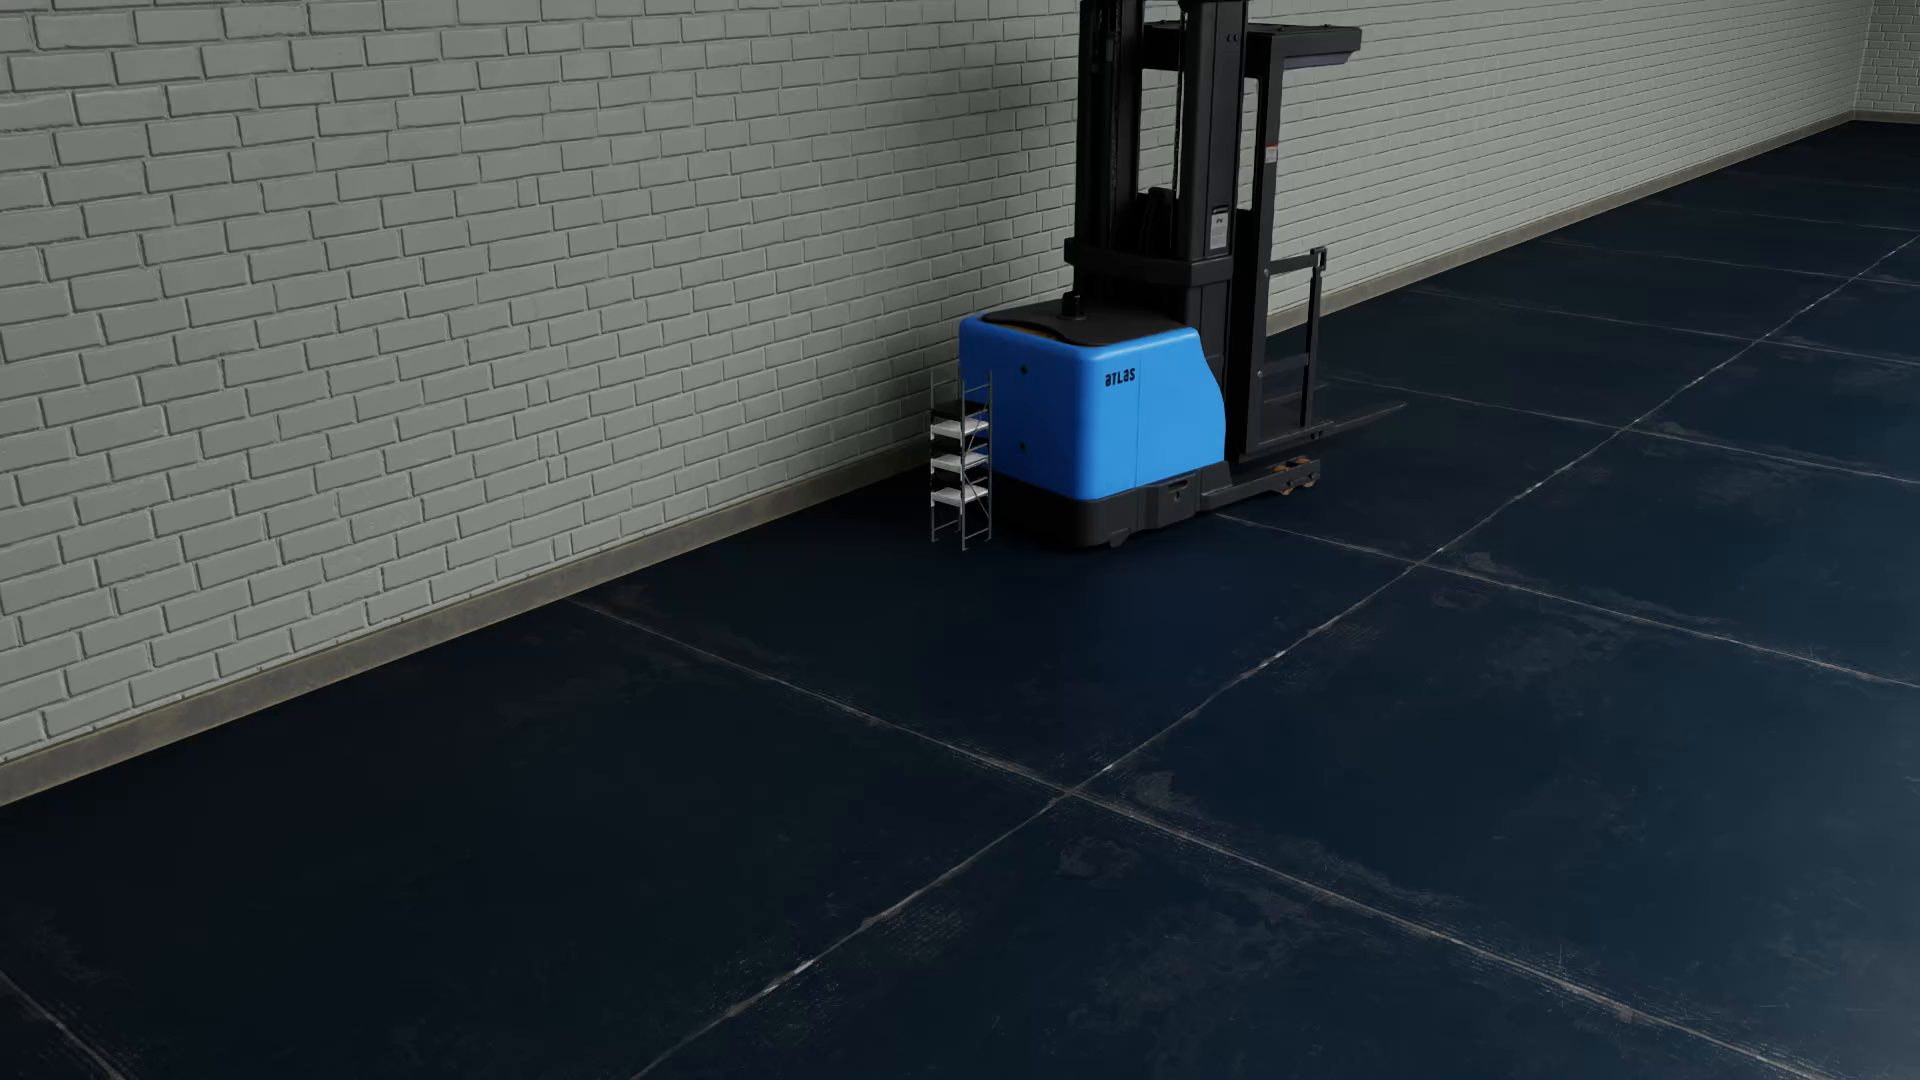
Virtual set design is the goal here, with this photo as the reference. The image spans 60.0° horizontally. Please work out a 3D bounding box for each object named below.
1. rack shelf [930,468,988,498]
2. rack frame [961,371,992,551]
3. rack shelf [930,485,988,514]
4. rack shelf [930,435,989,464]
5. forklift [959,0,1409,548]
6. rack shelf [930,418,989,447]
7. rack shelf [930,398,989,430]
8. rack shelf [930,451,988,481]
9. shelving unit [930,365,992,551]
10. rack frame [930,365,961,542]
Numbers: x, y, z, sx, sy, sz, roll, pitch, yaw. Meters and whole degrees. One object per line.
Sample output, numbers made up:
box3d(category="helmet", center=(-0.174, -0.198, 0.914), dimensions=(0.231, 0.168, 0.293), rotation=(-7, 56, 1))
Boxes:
box3d(category="rack shelf", center=(0.006, -0.304, 8.548), dimensions=(0.200, 0.077, 0.258), rotation=(16, 26, 36))
box3d(category="rack frame", center=(0.085, -0.397, 8.444), dimensions=(0.006, 0.900, 0.240), rotation=(16, 26, 36))
box3d(category="rack shelf", center=(0.006, -0.220, 8.580), dimensions=(0.200, 0.077, 0.258), rotation=(16, 26, 36))
box3d(category="rack shelf", center=(0.006, -0.472, 8.485), dimensions=(0.200, 0.077, 0.258), rotation=(16, 26, 36))
box3d(category="forklift", center=(1.419, -1.747, 9.148), dimensions=(3.031, 2.935, 1.130), rotation=(-17, 27, -38))
box3d(category="rack shelf", center=(0.006, -0.556, 8.453), dimensions=(0.200, 0.077, 0.258), rotation=(16, 26, 36))
box3d(category="rack shelf", center=(0.006, -0.641, 8.421), dimensions=(0.200, 0.077, 0.258), rotation=(16, 26, 36))
box3d(category="rack shelf", center=(0.006, -0.388, 8.516), dimensions=(0.200, 0.077, 0.258), rotation=(16, 26, 36))
box3d(category="shelving unit", center=(0.006, -0.419, 8.505), dimensions=(0.210, 0.900, 0.258), rotation=(16, 26, 36))
box3d(category="rack frame", center=(-0.072, -0.442, 8.565), dimensions=(0.006, 0.900, 0.240), rotation=(16, 26, 36))
